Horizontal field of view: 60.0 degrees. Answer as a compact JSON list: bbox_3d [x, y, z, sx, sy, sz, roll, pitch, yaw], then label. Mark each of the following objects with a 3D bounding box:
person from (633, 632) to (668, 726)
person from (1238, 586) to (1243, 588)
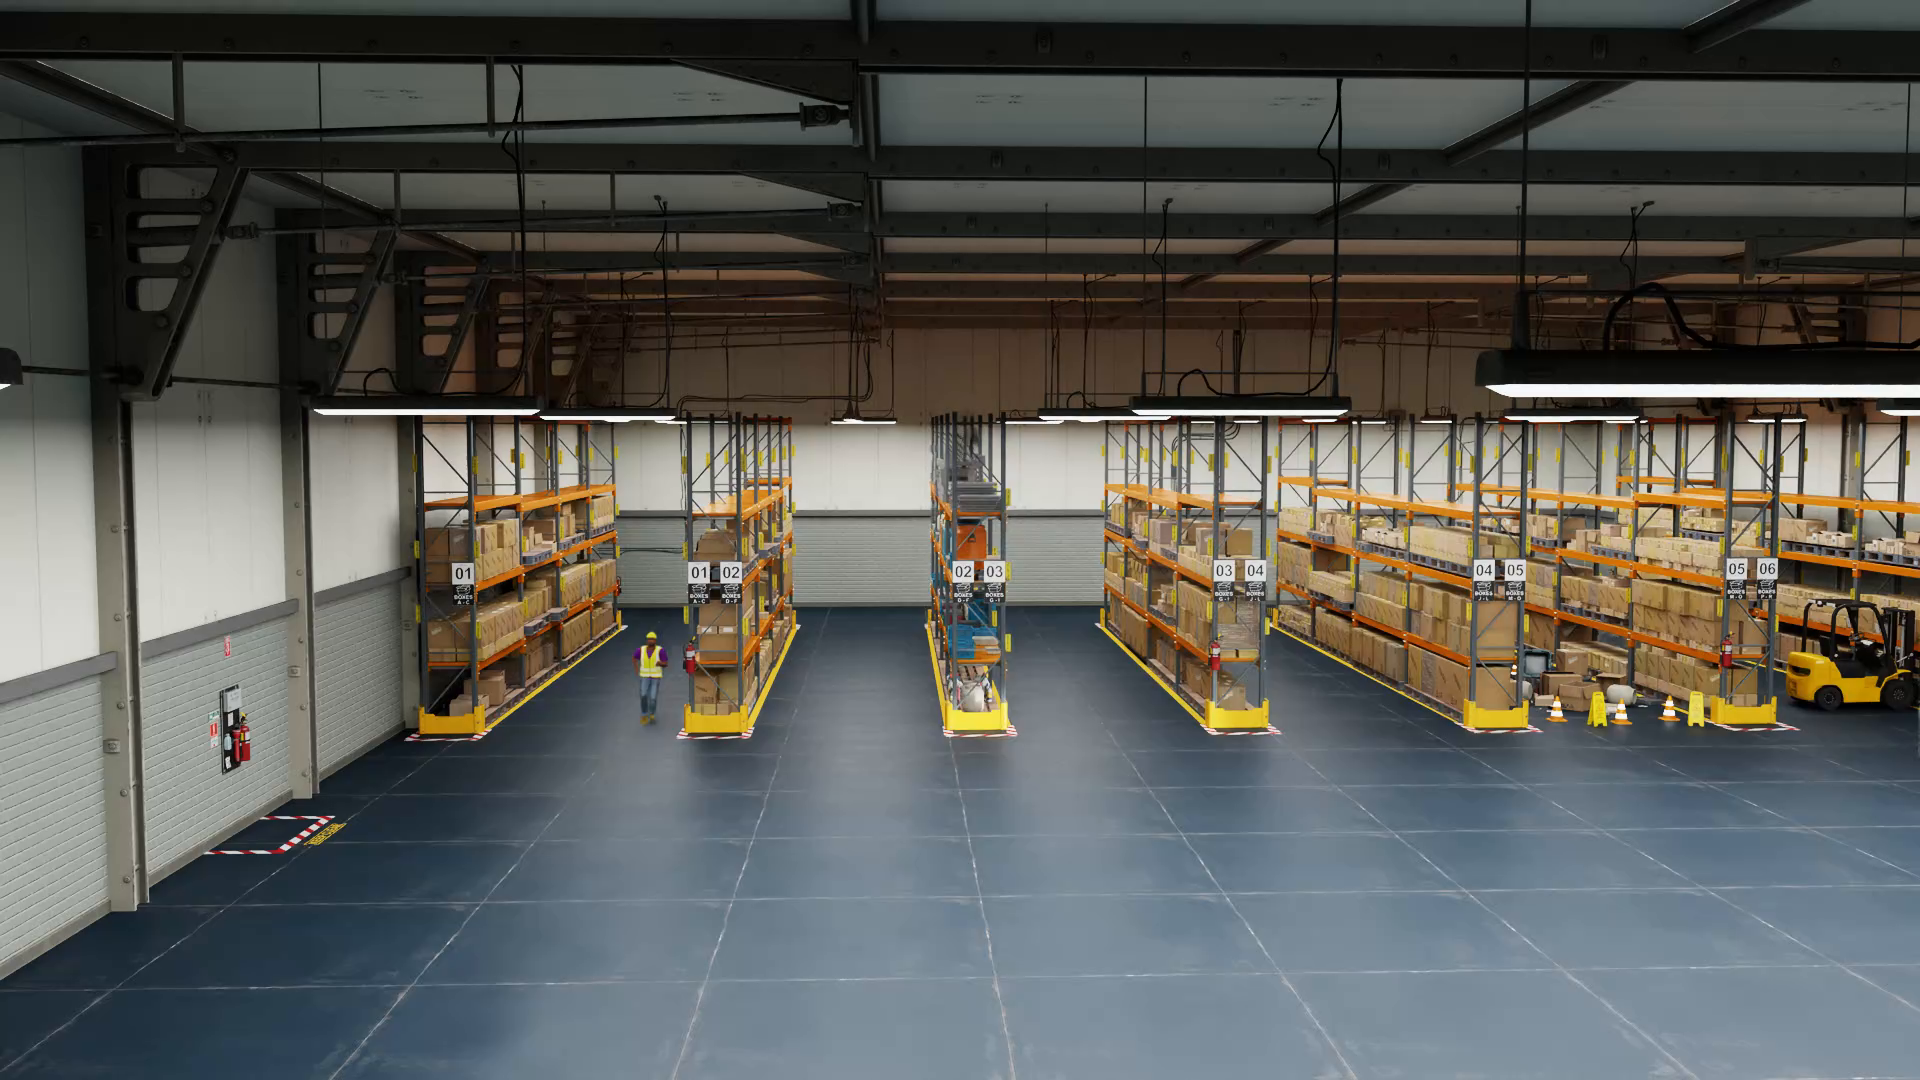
[{"bbox_3d":[-5.964,2.669,32.019,0.681,1.800,0.732,-1,4,-8],"label":"person"},{"bbox_3d":[7.830,1.625,48.000,0.749,1.726,0.812,2,4,30],"label":"person"}]
